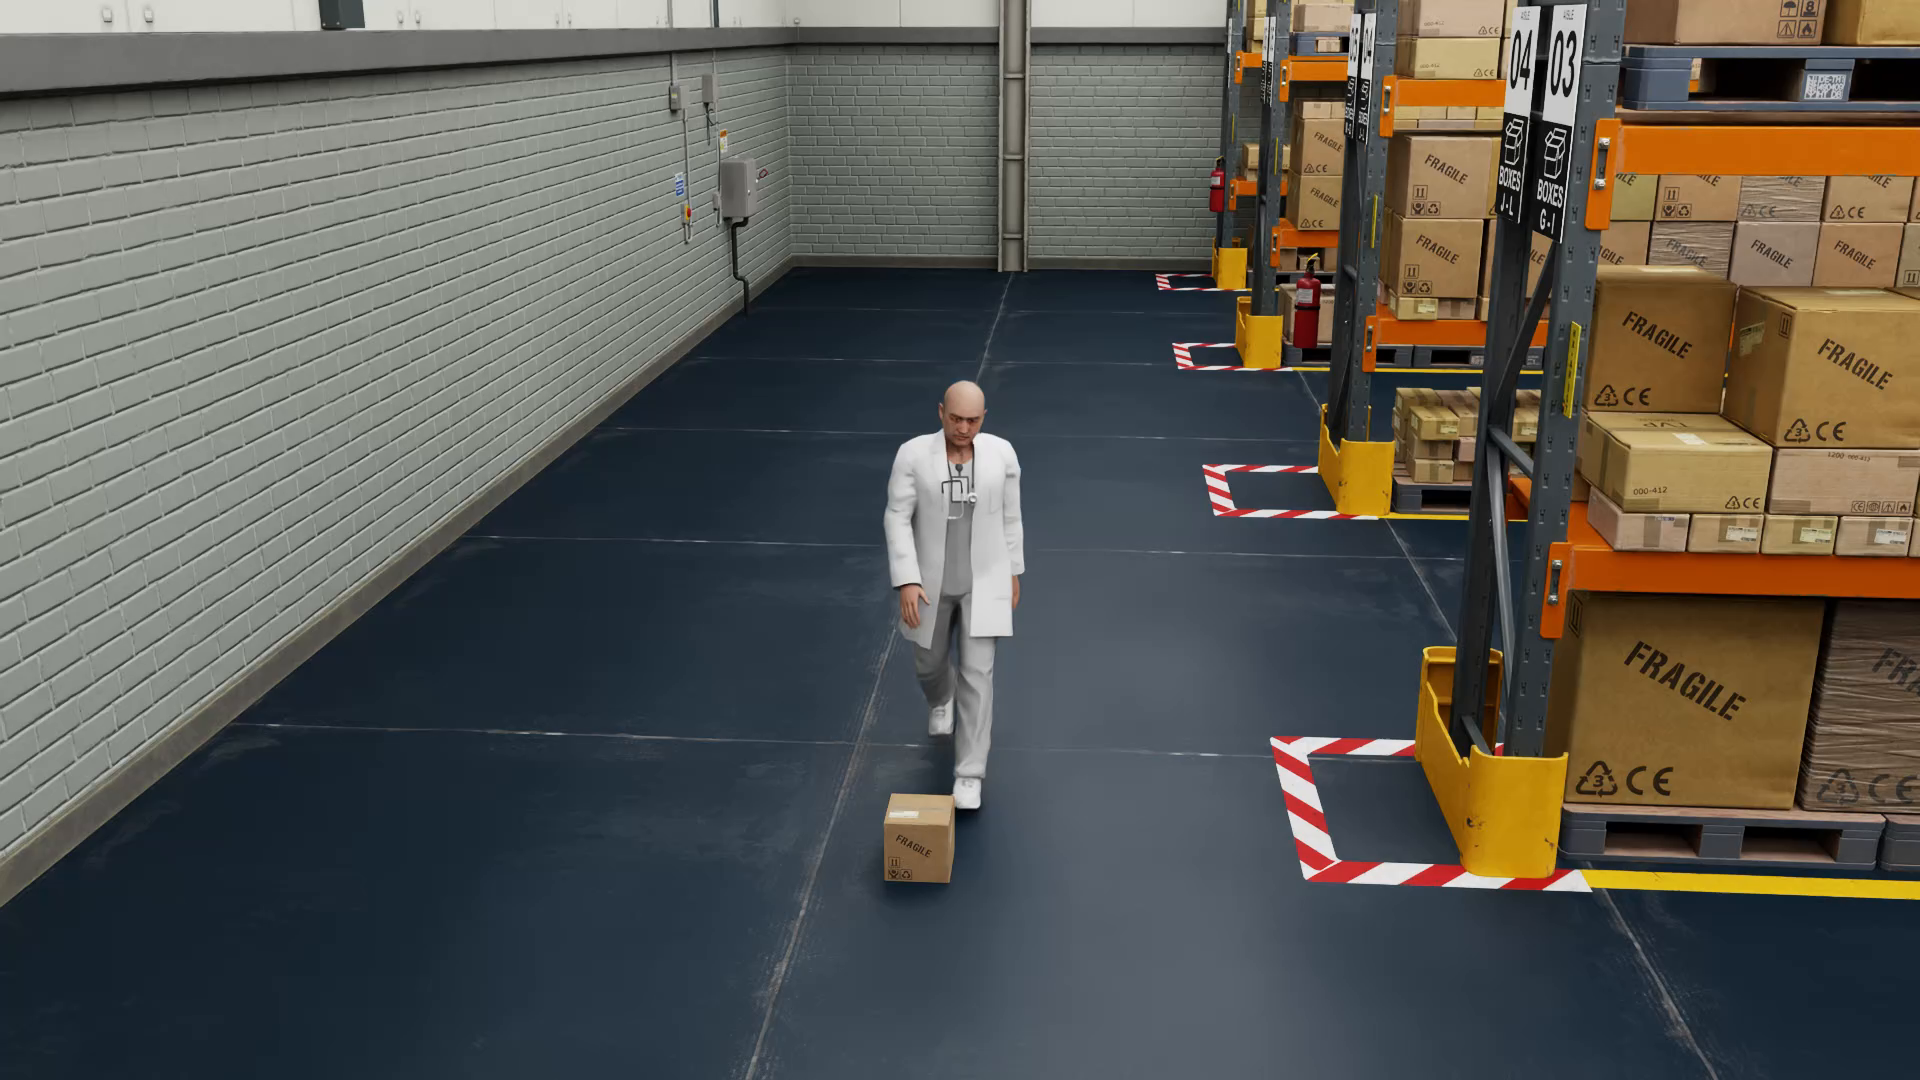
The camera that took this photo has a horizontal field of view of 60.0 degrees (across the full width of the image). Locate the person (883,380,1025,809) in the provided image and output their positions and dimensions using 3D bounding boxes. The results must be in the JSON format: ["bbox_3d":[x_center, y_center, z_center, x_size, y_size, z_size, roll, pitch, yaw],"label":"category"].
[{"bbox_3d":[-0.021,0.166,7.036,0.587,1.746,1.023,1,17,2],"label":"person"}]
